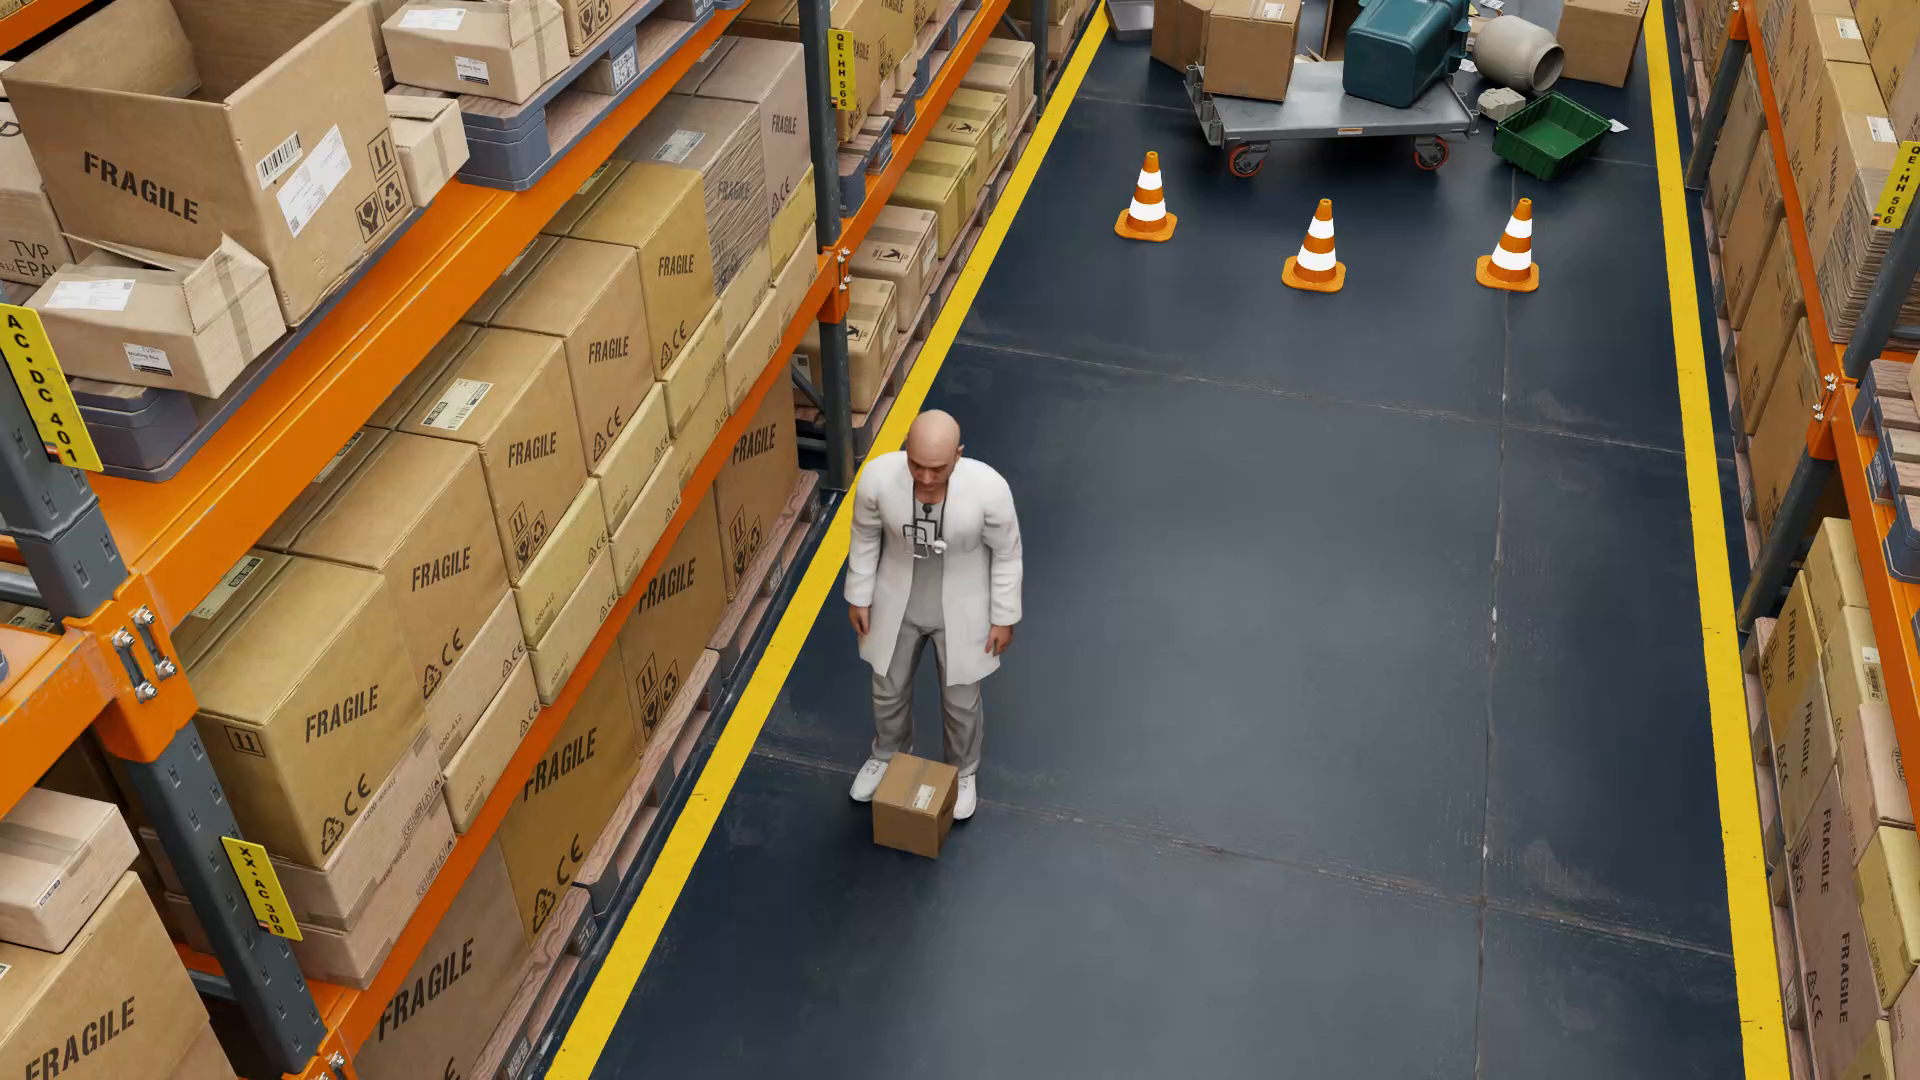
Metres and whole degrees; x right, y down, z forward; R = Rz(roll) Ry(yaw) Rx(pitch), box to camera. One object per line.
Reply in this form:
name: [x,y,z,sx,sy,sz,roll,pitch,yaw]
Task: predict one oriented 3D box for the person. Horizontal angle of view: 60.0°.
person: [-0.099,0.248,5.880,0.642,1.772,0.429,8,41,9]
